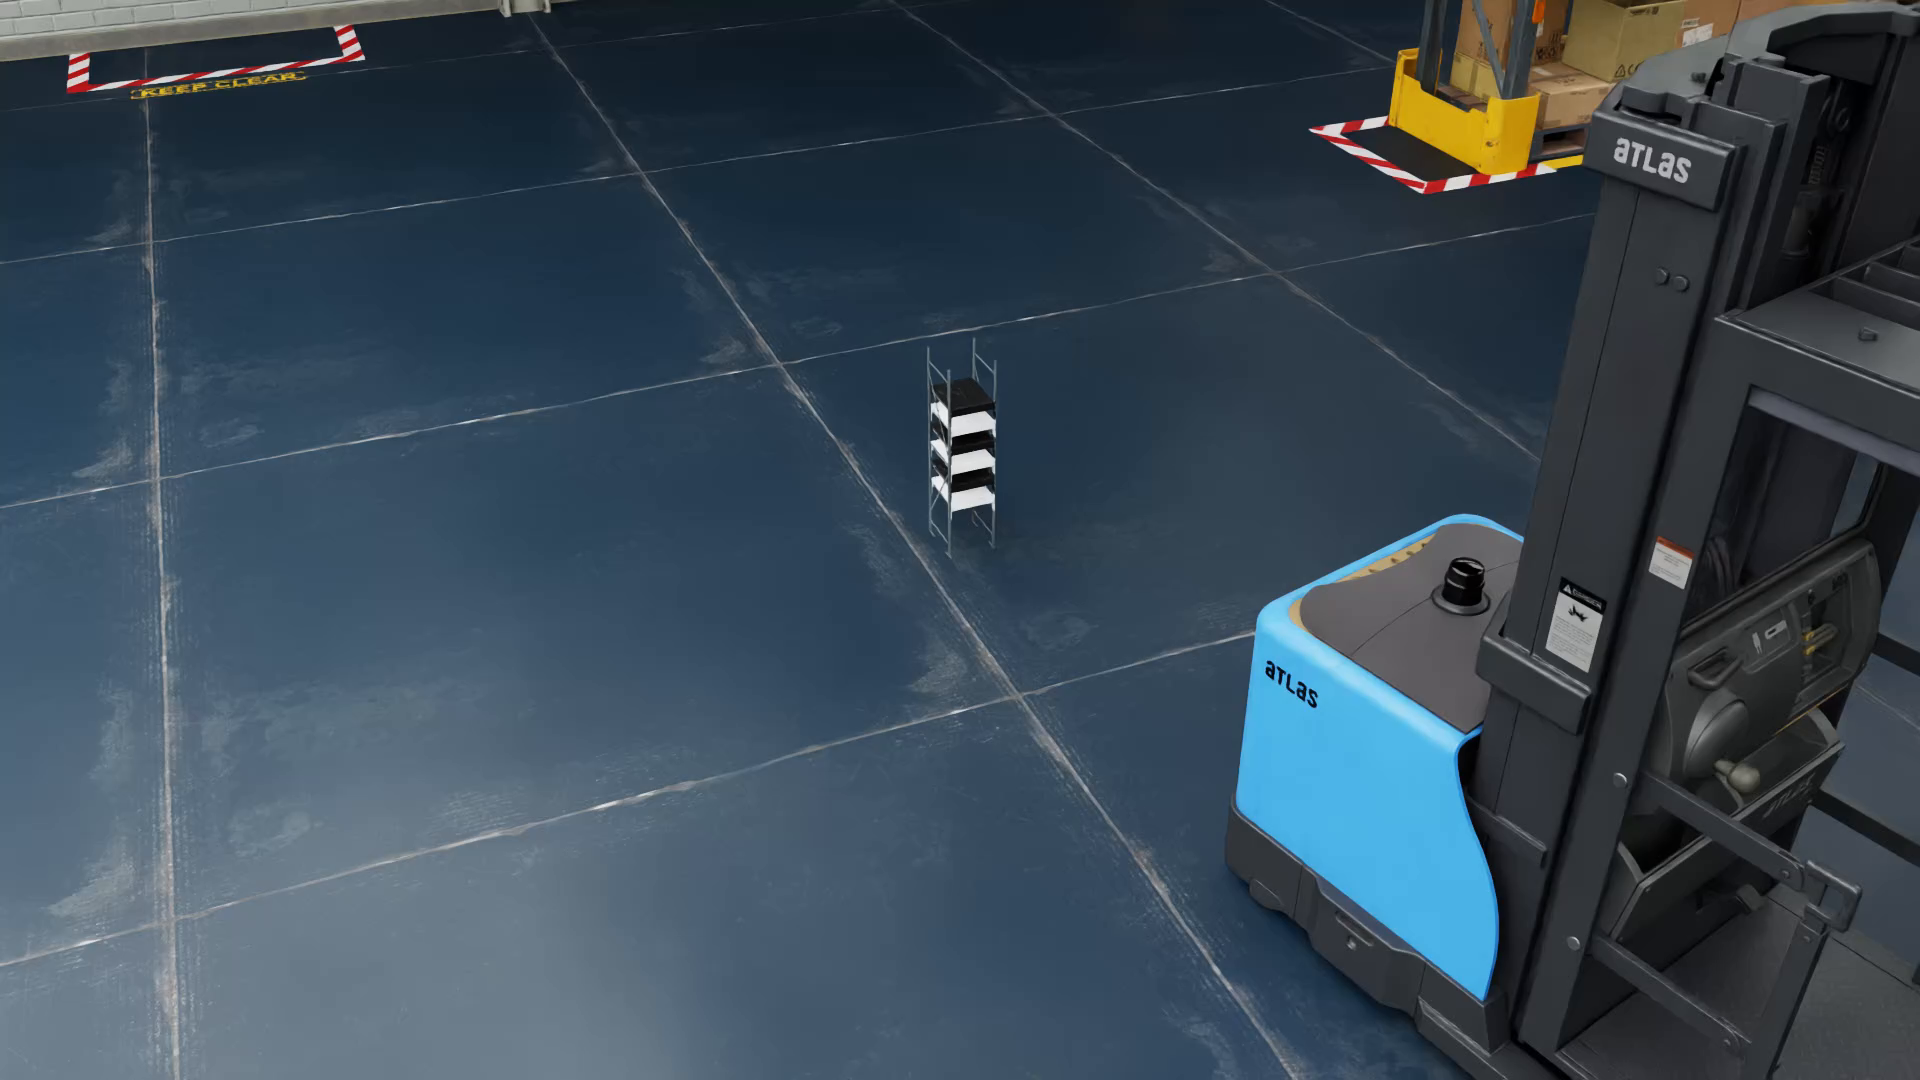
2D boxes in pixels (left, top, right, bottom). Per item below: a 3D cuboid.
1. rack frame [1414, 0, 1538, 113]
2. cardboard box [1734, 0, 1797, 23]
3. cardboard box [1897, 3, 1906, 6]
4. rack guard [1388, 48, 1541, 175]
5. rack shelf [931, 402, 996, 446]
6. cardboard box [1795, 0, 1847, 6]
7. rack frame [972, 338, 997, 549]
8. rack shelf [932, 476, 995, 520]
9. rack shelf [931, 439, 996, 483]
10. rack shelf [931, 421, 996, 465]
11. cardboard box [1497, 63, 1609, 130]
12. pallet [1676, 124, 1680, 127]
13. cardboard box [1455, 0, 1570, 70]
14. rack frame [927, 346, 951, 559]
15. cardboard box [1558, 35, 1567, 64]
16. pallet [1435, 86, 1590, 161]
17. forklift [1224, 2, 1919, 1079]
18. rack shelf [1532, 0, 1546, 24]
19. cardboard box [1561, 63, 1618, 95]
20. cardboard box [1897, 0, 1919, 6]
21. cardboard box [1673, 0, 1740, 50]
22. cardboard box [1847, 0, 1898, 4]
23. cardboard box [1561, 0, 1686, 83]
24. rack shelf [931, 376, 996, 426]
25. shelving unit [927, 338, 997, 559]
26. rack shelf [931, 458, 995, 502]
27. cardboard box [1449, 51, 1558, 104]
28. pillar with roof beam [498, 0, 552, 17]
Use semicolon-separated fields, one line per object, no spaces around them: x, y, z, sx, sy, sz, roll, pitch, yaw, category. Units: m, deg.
3.424;-3.980;10.617;0.127;3.000;1.000;-13;35;-19;rack frame
5.389;-3.635;11.534;0.500;0.500;0.500;-13;35;-19;cardboard box
7.382;-4.082;12.909;0.500;0.250;0.500;-13;35;-19;cardboard box
3.402;-2.927;11.291;0.348;0.500;1.175;-13;35;-19;rack guard
0.007;-0.502;6.927;0.200;0.077;0.258;-13;35;-19;rack shelf
5.844;-3.748;11.708;0.500;0.500;0.500;-13;35;-19;cardboard box
0.101;-0.400;7.040;0.006;0.900;0.240;-13;35;-19;rack frame
0.007;-0.200;7.124;0.200;0.077;0.258;-13;35;-19;rack shelf
0.007;-0.351;7.025;0.200;0.077;0.258;-13;35;-19;rack shelf
0.007;-0.426;6.976;0.200;0.077;0.258;-13;35;-19;rack shelf
4.005;-3.005;11.254;0.500;0.250;0.500;-13;35;-19;cardboard box
5.236;-3.249;12.050;1.213;0.211;1.003;-13;35;-19;pallet
3.803;-3.581;11.452;0.500;0.500;0.500;-13;35;-19;cardboard box
-0.086;-0.357;6.974;0.006;0.900;0.240;-13;35;-19;rack frame
4.261;-3.377;11.826;0.500;0.250;0.500;-13;35;-19;cardboard box
4.113;-2.994;11.658;1.213;0.211;1.003;-13;35;-19;pallet
2.152;0.366;4.000;1.130;2.935;3.031;-22;39;-30;forklift
5.268;-4.101;11.462;4.000;0.370;1.077;-13;35;-19;rack shelf
4.464;-3.113;11.419;0.500;0.250;0.500;-13;35;-19;cardboard box
7.375;-4.313;12.750;0.500;0.311;0.500;-13;35;-19;cardboard box
4.921;-3.538;11.386;0.500;0.500;0.500;-13;35;-19;cardboard box
6.304;-3.855;11.873;0.500;0.500;0.500;-13;35;-19;cardboard box
4.465;-3.426;11.213;0.500;0.500;0.500;-13;35;-19;cardboard box
0.007;-0.577;6.878;0.200;0.077;0.258;-13;35;-19;rack shelf
0.007;-0.379;7.007;0.210;0.900;0.258;-13;35;-19;shelving unit
0.007;-0.276;7.074;0.200;0.077;0.258;-13;35;-19;rack shelf
3.804;-3.266;11.655;0.500;0.250;0.500;-13;35;-19;cardboard box
-2.052;-6.136;8.430;0.400;9.000;9.100;-13;35;-19;pillar with roof beam
